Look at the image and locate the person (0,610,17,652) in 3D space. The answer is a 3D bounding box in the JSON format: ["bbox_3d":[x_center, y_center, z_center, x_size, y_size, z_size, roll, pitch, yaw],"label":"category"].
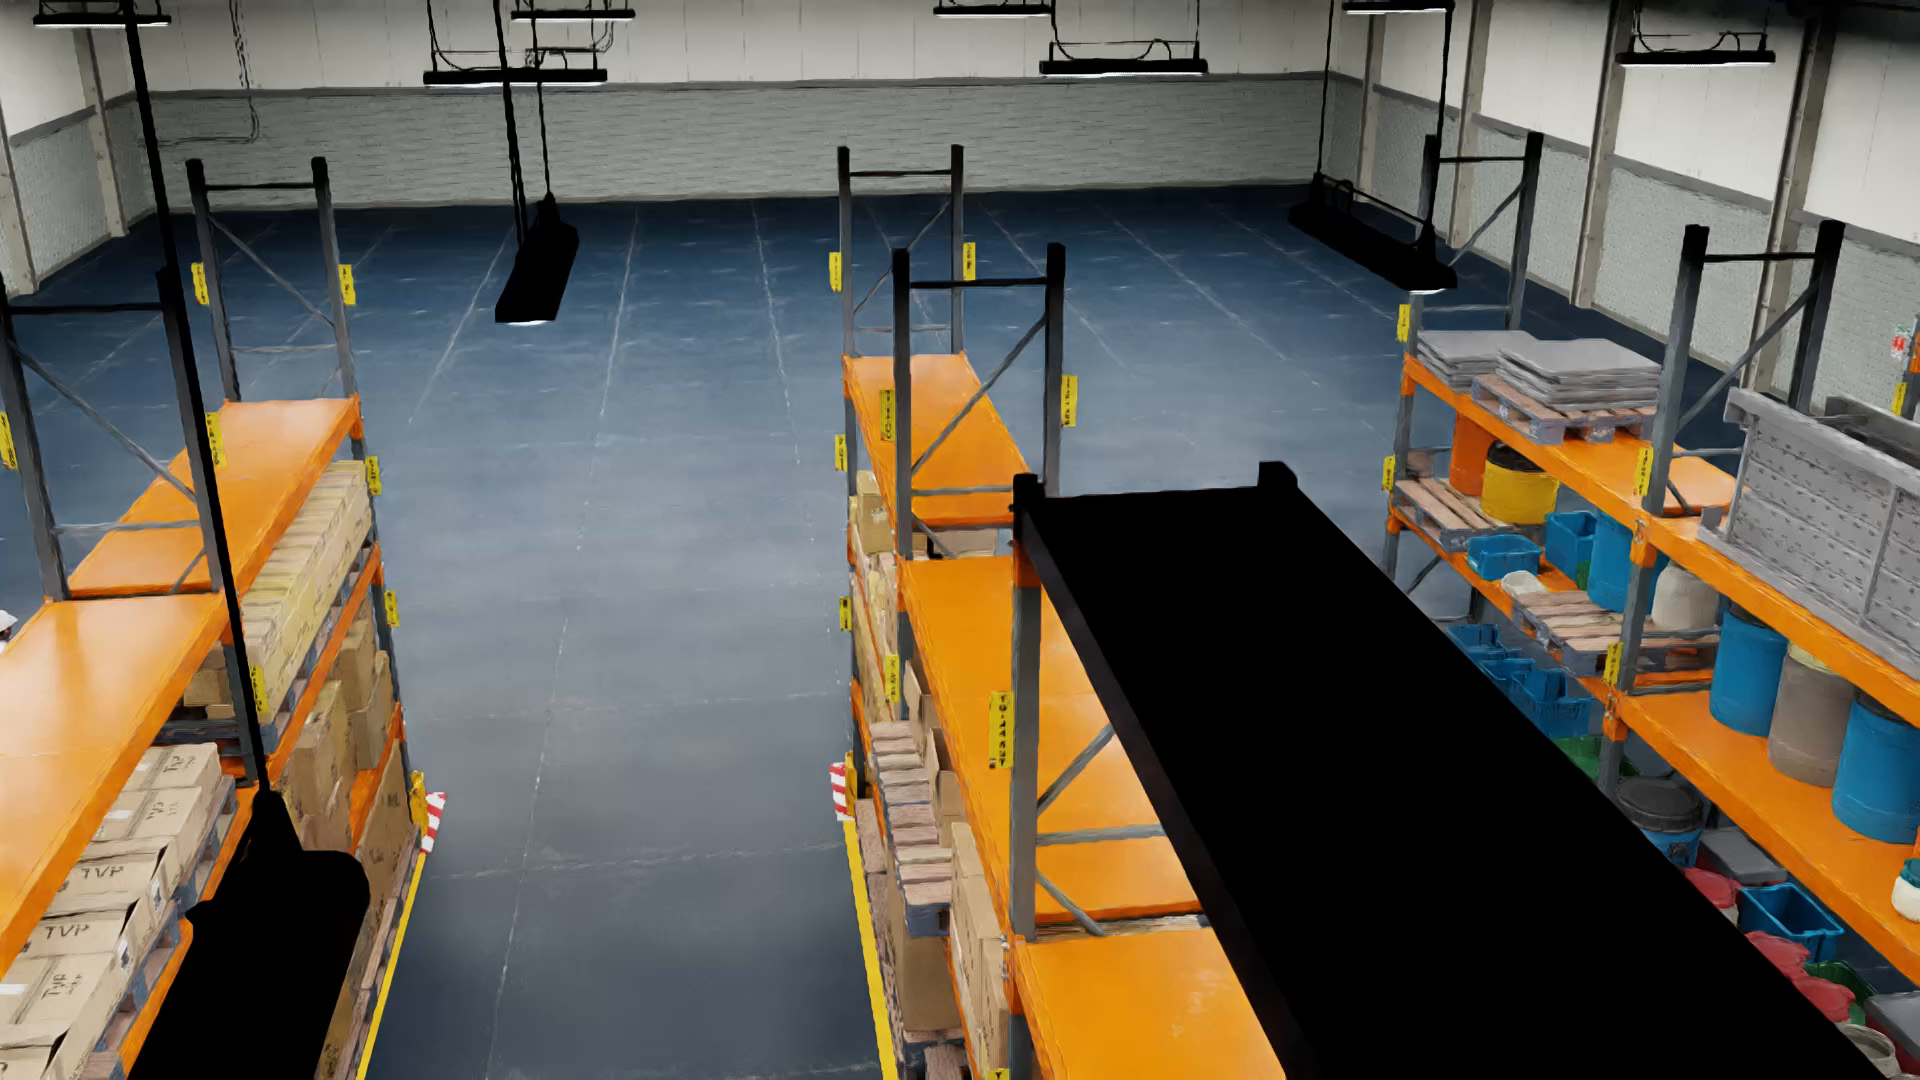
[{"bbox_3d":[-8.905,1.474,15.586,0.577,1.732,0.953,6,22,14],"label":"person"}]
